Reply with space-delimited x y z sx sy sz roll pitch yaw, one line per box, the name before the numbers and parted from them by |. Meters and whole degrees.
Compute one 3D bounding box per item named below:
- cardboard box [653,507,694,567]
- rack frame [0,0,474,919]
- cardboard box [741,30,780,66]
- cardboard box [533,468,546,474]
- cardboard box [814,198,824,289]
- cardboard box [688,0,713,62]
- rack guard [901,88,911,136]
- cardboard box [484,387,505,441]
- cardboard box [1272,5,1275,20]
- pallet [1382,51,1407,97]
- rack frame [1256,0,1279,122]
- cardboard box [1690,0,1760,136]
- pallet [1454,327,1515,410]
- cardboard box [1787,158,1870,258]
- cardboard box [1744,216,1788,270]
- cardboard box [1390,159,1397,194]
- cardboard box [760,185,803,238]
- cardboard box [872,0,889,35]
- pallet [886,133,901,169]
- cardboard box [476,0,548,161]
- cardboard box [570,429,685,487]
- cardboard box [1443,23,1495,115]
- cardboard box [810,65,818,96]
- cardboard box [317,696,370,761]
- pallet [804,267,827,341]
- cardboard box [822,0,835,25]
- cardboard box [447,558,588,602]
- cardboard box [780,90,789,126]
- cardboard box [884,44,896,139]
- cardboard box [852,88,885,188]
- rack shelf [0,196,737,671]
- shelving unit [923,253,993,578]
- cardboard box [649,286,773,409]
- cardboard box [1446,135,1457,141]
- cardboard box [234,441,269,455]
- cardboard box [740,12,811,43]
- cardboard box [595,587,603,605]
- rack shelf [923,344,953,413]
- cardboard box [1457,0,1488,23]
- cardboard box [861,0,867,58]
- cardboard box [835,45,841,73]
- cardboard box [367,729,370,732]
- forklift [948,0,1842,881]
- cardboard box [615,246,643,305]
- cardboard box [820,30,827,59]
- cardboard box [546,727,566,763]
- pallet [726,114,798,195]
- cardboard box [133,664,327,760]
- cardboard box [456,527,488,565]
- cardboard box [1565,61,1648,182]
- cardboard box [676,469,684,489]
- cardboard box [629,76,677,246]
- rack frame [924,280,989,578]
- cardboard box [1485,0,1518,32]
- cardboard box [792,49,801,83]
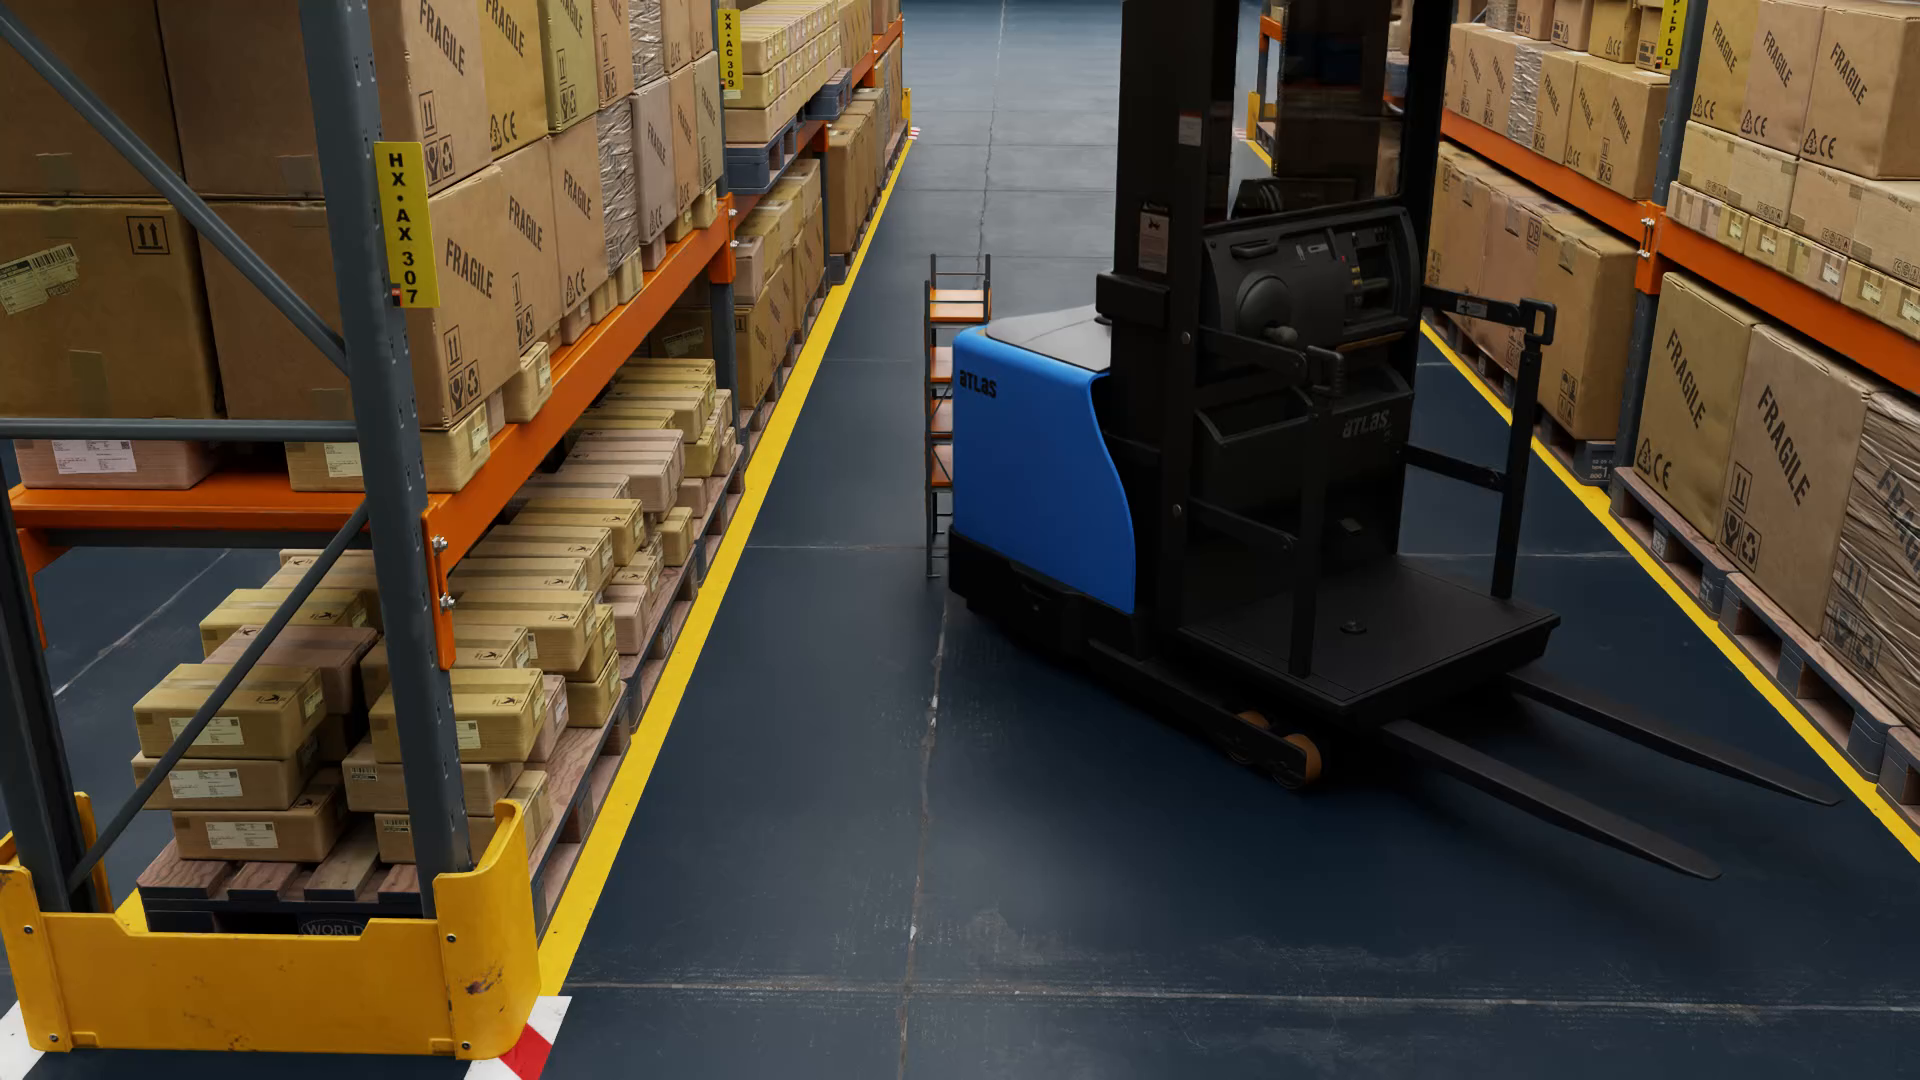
cardboard box | -1.218 -0.015 6.280 0.380 0.149 0.250 1 21 2
rack frame | -1.637 -0.221 3.453 1.000 3.000 0.127 1 21 2
cardboard box | -1.041 -2.262 7.656 0.380 0.149 0.250 1 21 3
cardboard box | -1.778 -0.168 6.264 0.380 0.149 0.250 2 21 4
cardboard box | -1.152 -1.904 10.663 0.500 0.500 0.500 1 21 1
cardboard box | -1.259 -2.146 6.482 0.500 0.500 0.500 0 21 0
rack guard | -1.149 -4.850 18.837 1.175 0.500 0.348 1 21 2
cardboard box | -1.333 -0.310 4.029 0.380 0.149 0.250 1 21 4
cardboard box | 3.531 -5.608 17.682 0.380 0.149 0.250 1 21 2
pallet | 3.477 -3.192 11.375 1.213 0.211 1.003 1 21 2
rack frame | 3.805 -5.915 18.128 1.000 3.000 0.127 1 21 2
cardboard box | 3.170 -1.825 6.344 0.500 0.500 0.500 1 21 2
pallet | 3.422 -0.999 9.311 1.003 0.211 1.213 1 21 2
cardboard box | 3.133 -1.111 5.542 0.500 0.250 0.500 1 21 3
cardboard box | 3.077 -1.071 5.989 0.380 0.149 0.250 0 21 0
cardboard box | 3.566 -2.506 12.188 0.700 0.500 0.500 -1 21 -3
cardboard box | -1.188 -1.878 9.559 0.500 0.250 0.500 1 21 3
cardboard box | -1.144 -5.157 15.965 0.875 0.550 0.550 1 21 2
pallet | -1.136 -3.977 16.986 1.003 0.211 1.213 1 21 2
cardboard box | -1.349 -1.215 4.081 0.500 0.500 0.500 1 21 3
cardboard box | -1.236 -0.305 6.208 0.380 0.149 0.250 0 21 -1
cardboard box | 3.275 -2.897 10.210 0.500 0.500 0.500 1 21 3
cardboard box | -0.993 -2.545 9.209 0.380 0.149 0.250 1 21 3
cardboard box | -1.844 0.485 4.581 0.380 0.149 0.250 0 21 0
pallet | -1.418 -1.531 10.684 1.003 0.211 1.213 1 21 2
cardboard box | -0.960 -3.197 10.066 0.380 0.149 0.250 0 21 1
cardboard box | -1.332 0.168 4.989 0.380 0.149 0.250 0 21 -1
cardboard box | -1.029 -2.074 7.995 0.380 0.149 0.250 1 21 2
cardboard box | -1.129 -4.648 17.217 0.875 0.875 0.875 0 21 1
cardboard box | -1.201 -3.482 14.385 1.050 0.750 0.750 1 21 1
rack shelf | -1.576 -0.609 5.447 1.077 0.370 4.000 1 21 2
shelving unit | -0.005 -0.500 6.658 0.258 1.200 0.503 1 21 2
cardboard box | -1.227 -0.962 8.238 0.500 0.500 0.500 1 21 4
cardboard box | 3.552 -2.655 11.535 0.500 0.250 0.500 1 21 4
cardboard box | -1.864 -0.315 4.041 0.380 0.149 0.250 1 21 2
cardboard box | -1.000 -2.726 8.852 0.380 0.149 0.250 1 21 3
cardboard box | -1.351 0.210 5.290 0.380 0.149 0.250 0 21 -1
rack shelf | -0.005 -0.645 6.601 0.258 0.148 0.480 1 21 2
cardboard box | 3.538 -3.461 11.083 0.500 0.500 0.500 -2 21 -5
cardboard box | -1.036 -4.233 13.652 0.500 0.500 0.500 0 21 1
cardboard box | -0.949 -3.009 10.404 0.380 0.149 0.250 1 21 3
cardboard box | -1.828 0.531 4.875 0.380 0.149 0.250 1 21 1
forklift | 1.248 -0.809 5.062 1.130 2.935 3.031 -15 26 -34
cardboard box | -1.265 -0.879 5.494 0.380 0.149 0.250 1 21 3
cardboard box | -0.973 -2.866 9.623 0.380 0.149 0.250 1 21 2
cardboard box | -1.374 0.541 4.850 0.380 0.149 0.250 1 21 2
pallet | -1.346 -1.853 7.923 1.003 0.211 1.213 1 21 2
cardboard box | -1.874 0.440 4.285 0.380 0.149 0.250 1 21 2
cardboard box | -1.785 -0.030 5.497 0.380 0.149 0.250 0 21 0
cardboard box | 3.203 -1.974 7.832 0.500 0.500 0.500 1 21 3
cardboard box | -1.299 -0.271 6.530 0.380 0.149 0.250 1 21 2
cardboard box | -1.281 -1.307 5.702 0.500 0.500 0.500 1 21 1
rack frame | -0.012 -0.411 6.430 0.240 1.200 0.015 1 21 2
cardboard box | 3.523 -3.273 9.792 0.797 0.503 0.637 1 21 3
cardboard box | -1.017 -2.401 8.426 0.380 0.149 0.250 1 21 4
